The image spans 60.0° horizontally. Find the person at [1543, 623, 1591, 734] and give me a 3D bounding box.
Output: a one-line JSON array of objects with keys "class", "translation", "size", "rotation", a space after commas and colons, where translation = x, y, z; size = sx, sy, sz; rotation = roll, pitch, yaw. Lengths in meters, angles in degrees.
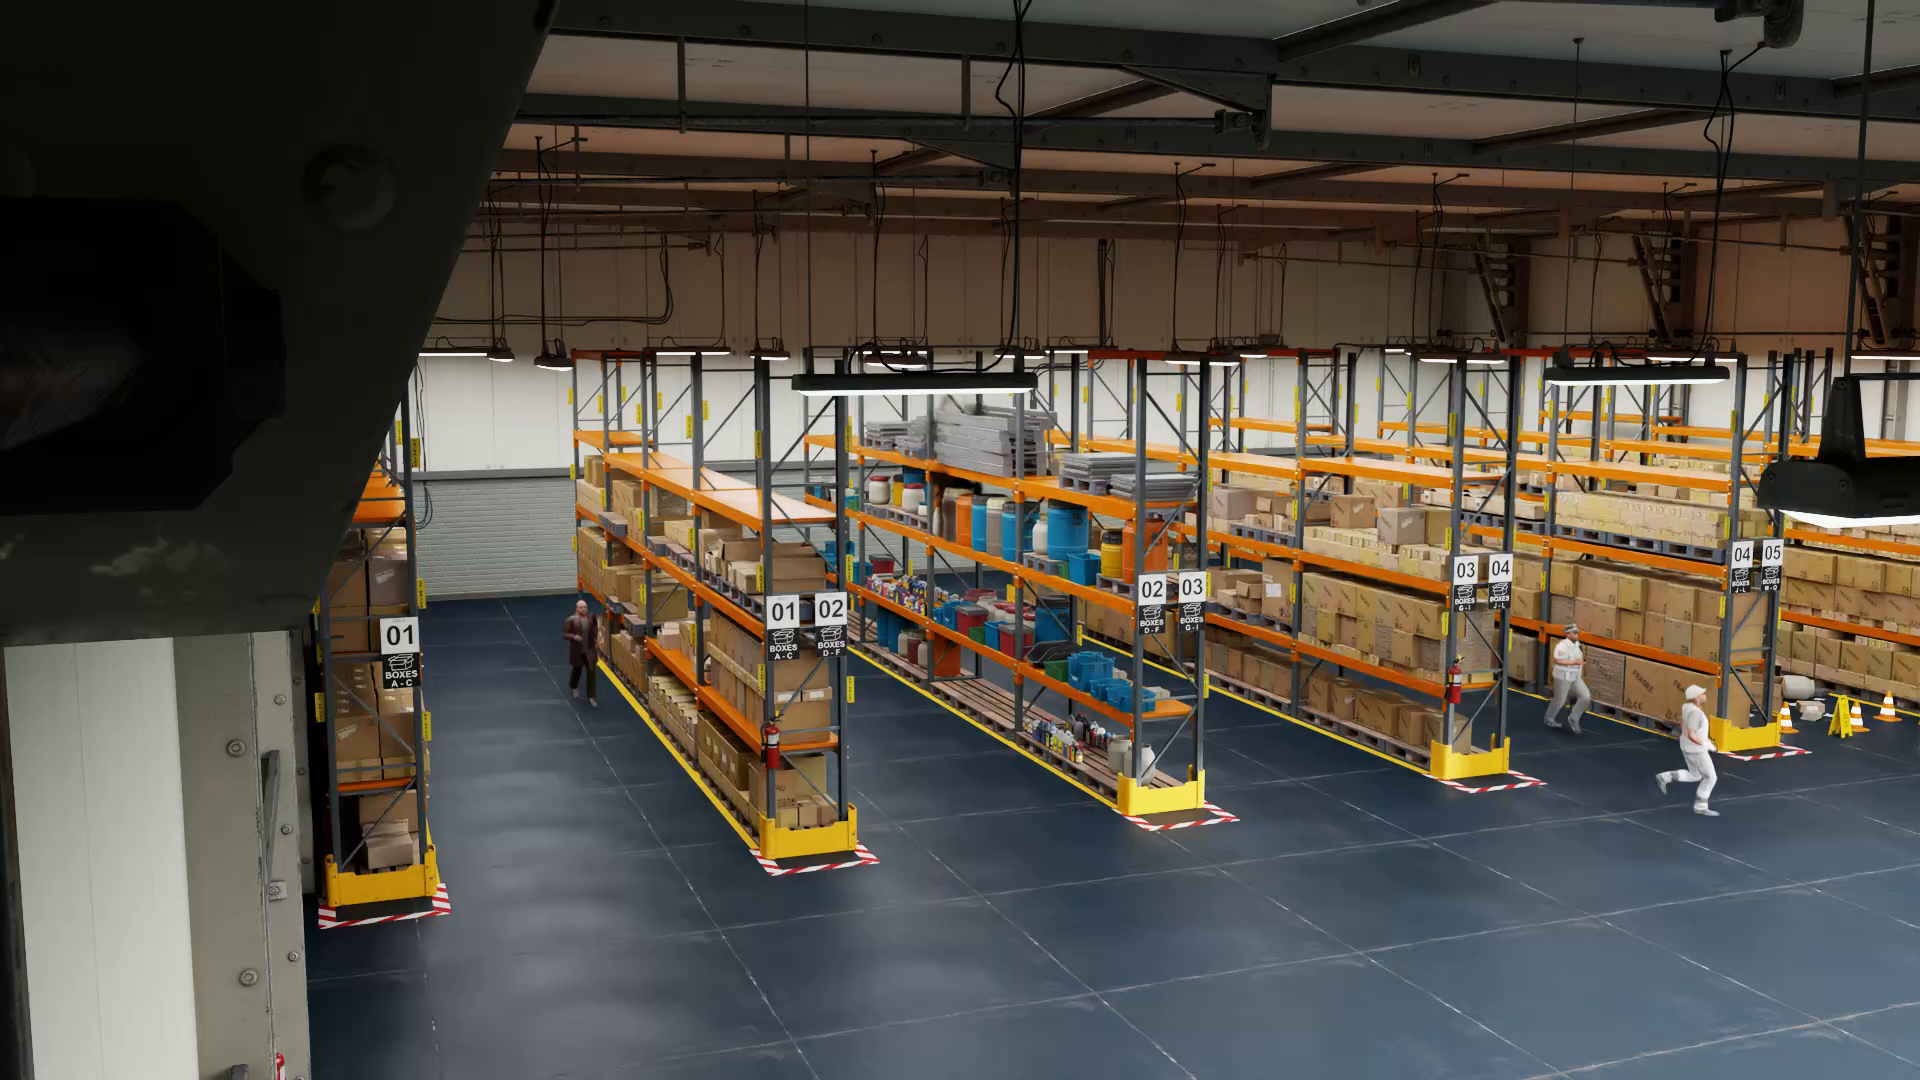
[{"class": "person", "translation": [9.628, 2.197, 26.384], "size": [0.641, 1.815, 0.770], "rotation": [-4, 8, -30]}]

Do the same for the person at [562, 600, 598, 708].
[{"class": "person", "translation": [-6.472, 1.903, 28.441], "size": [0.673, 1.790, 1.040], "rotation": [-4, 8, -27]}]

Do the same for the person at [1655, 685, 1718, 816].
[{"class": "person", "translation": [9.633, 2.767, 21.946], "size": [0.763, 1.739, 0.673], "rotation": [1, 7, 9]}]

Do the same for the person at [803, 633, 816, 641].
[{"class": "person", "translation": [-2.686, 1.535, 29.794], "size": [0.565, 1.697, 0.926], "rotation": [-4, 8, -28]}]
